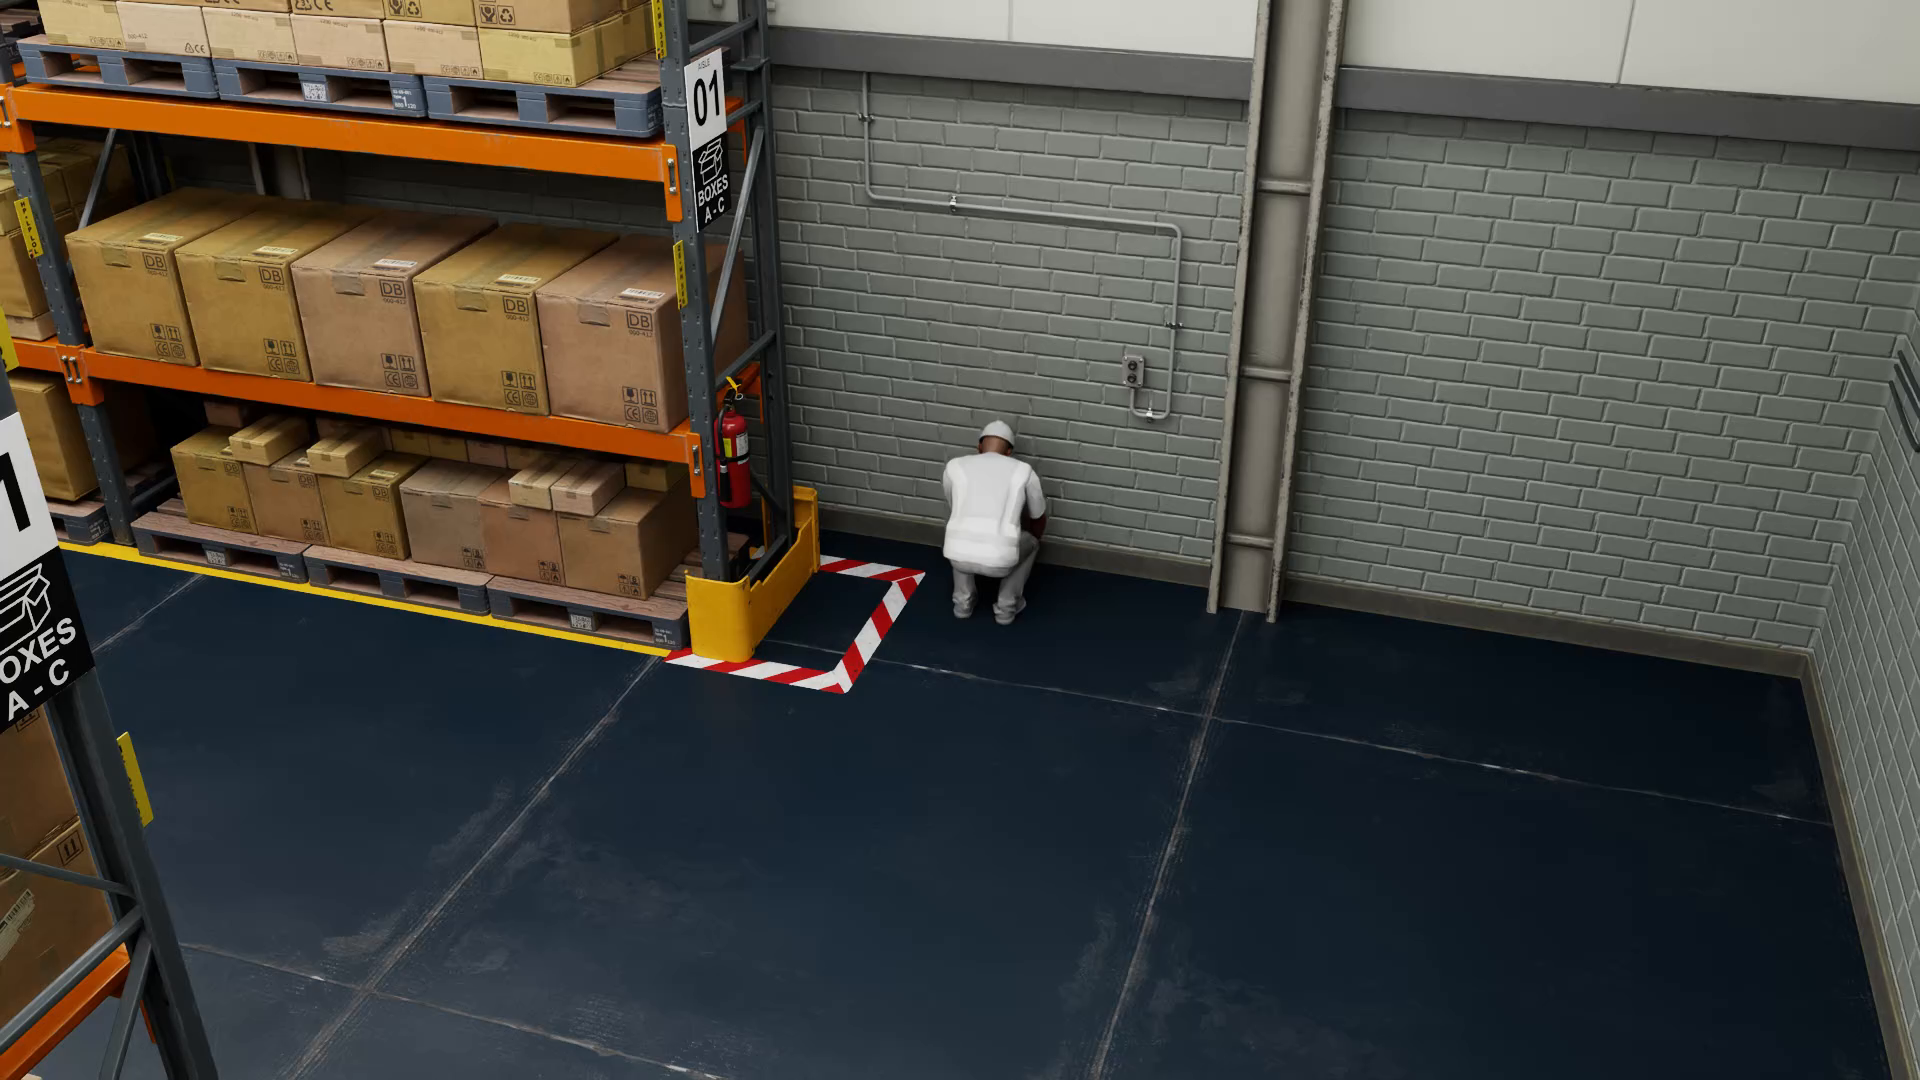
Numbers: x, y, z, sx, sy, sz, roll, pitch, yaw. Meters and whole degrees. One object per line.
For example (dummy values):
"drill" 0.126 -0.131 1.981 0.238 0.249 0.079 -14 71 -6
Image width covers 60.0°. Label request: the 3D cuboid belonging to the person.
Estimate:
"person" 0.162 -0.100 9.460 0.586 1.001 0.898 8 30 15
